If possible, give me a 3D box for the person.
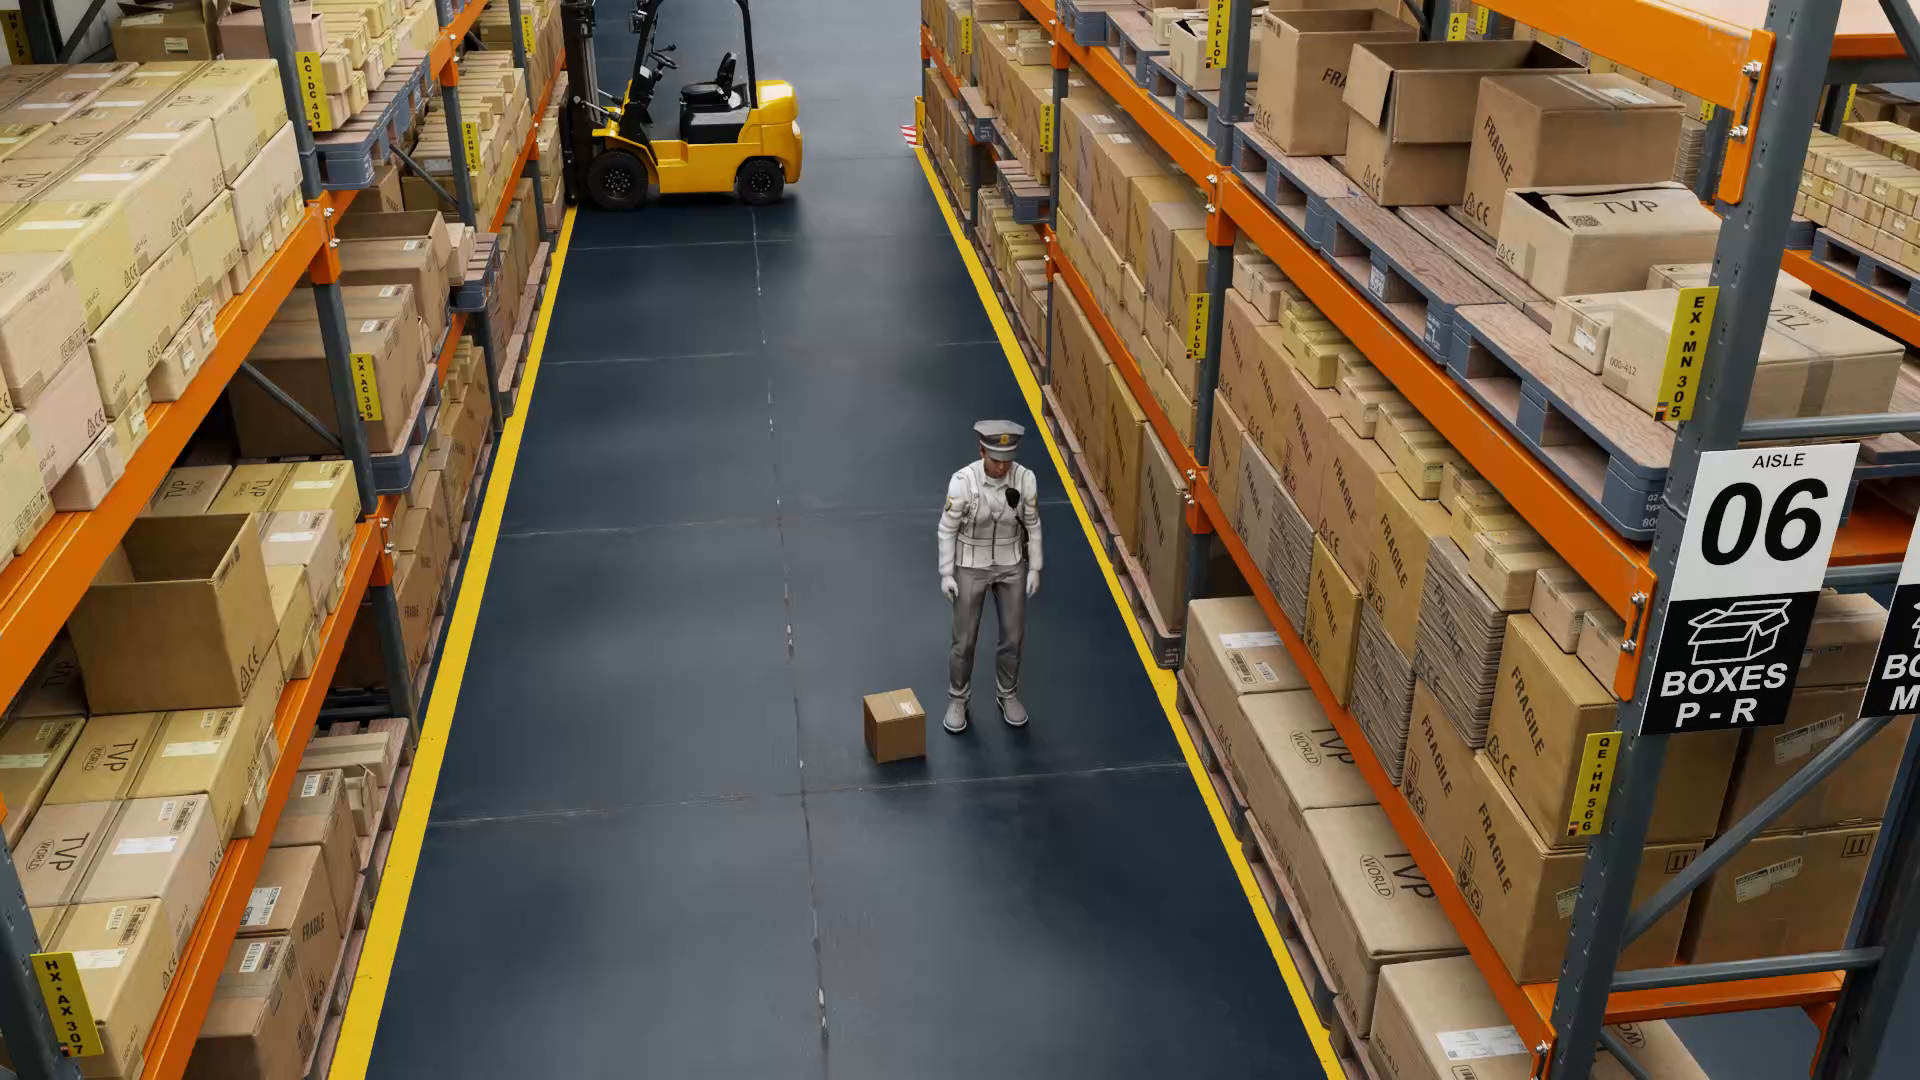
[{"bbox_3d":[0.156,0.168,8.289,0.526,1.663,0.343,-4,28,-8],"label":"person"}]
